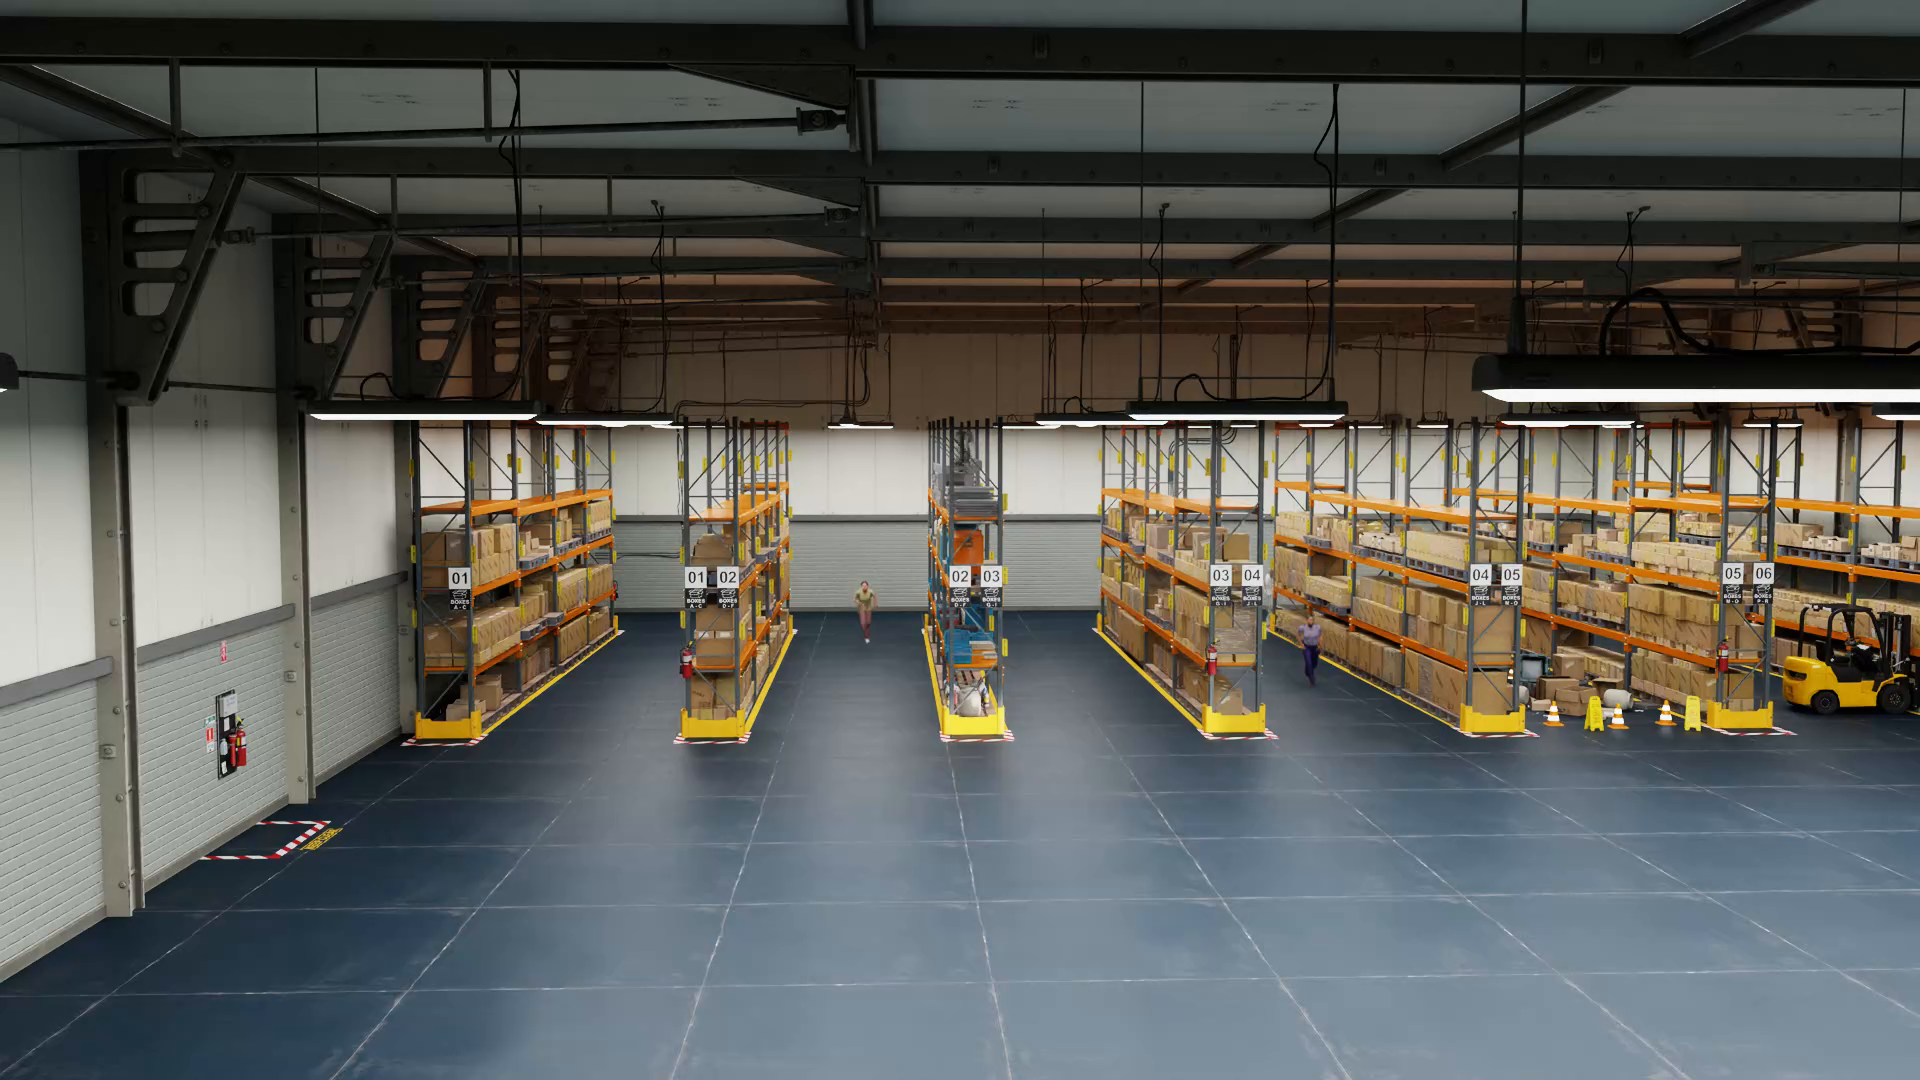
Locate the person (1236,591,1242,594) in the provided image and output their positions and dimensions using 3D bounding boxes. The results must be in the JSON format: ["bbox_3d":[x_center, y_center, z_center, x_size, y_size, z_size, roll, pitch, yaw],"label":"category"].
[{"bbox_3d":[7.834,1.802,48.018,0.739,1.608,0.480,4,5,43],"label":"person"}]

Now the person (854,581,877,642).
[{"bbox_3d":[-2.441,1.850,42.916,0.571,1.598,0.676,0,4,1],"label":"person"}]

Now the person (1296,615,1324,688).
[{"bbox_3d":[7.901,2.494,37.595,0.608,1.646,0.908,0,4,-3],"label":"person"}]

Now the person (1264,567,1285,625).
[{"bbox_3d":[9.352,1.649,49.400,0.988,1.768,0.682,-3,5,-40],"label":"person"}]
